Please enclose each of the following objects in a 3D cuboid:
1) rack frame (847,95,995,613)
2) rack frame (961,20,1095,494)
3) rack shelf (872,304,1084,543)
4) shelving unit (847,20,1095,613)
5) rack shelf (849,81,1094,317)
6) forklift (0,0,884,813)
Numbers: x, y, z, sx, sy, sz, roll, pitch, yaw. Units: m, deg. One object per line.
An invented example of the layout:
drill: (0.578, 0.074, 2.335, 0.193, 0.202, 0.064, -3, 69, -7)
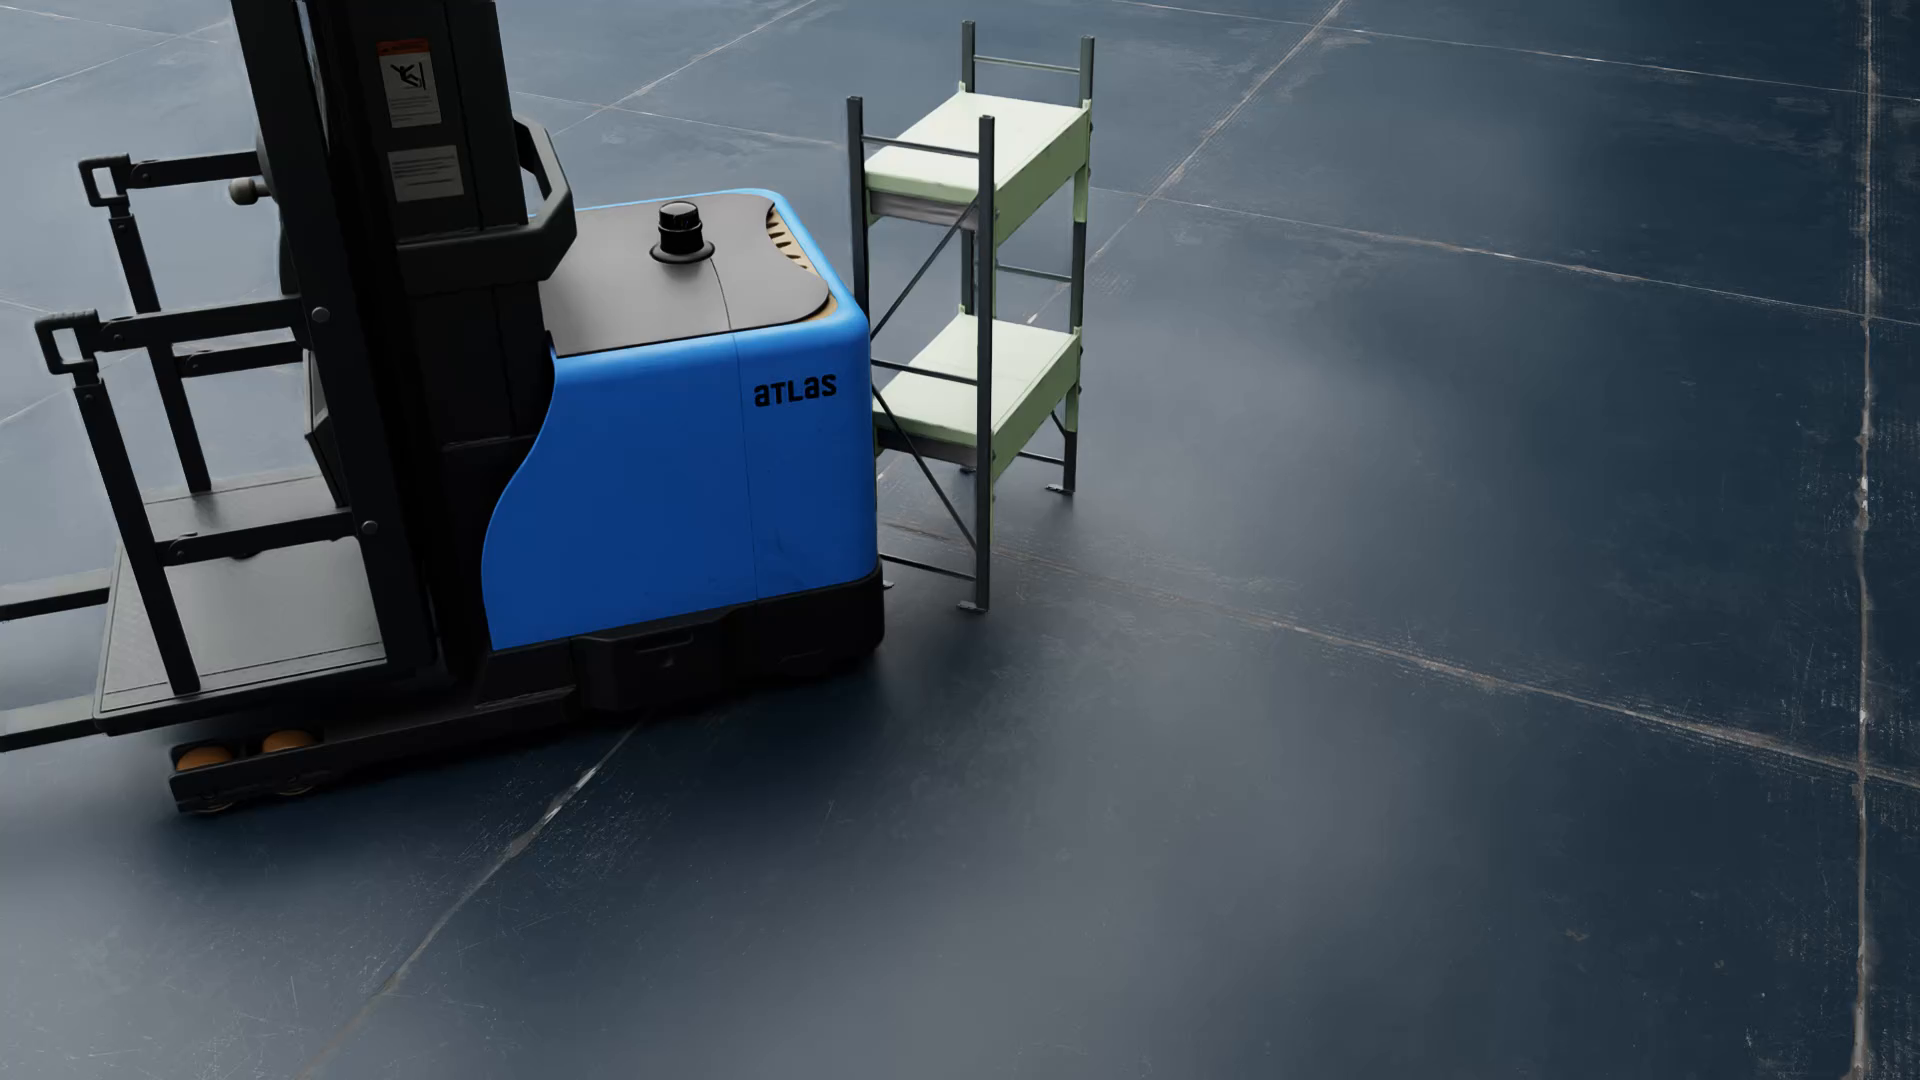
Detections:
rack frame: (-0.101, -0.460, 4.583, 0.400, 1.500, 0.023, 13, 36, 20)
rack frame: (0.192, -0.827, 5.144, 0.400, 1.500, 0.023, 13, 36, 20)
rack shelf: (0.045, -0.371, 5.042, 0.431, 0.370, 0.720, 13, 36, 20)
shelving unit: (0.045, -0.644, 4.864, 0.431, 1.500, 0.755, 13, 36, 20)
rack shelf: (0.045, -0.970, 4.650, 0.431, 0.370, 0.720, 13, 36, 20)
forklift: (-1.788, -0.865, 3.896, 3.031, 2.935, 1.130, -11, 35, -16)
